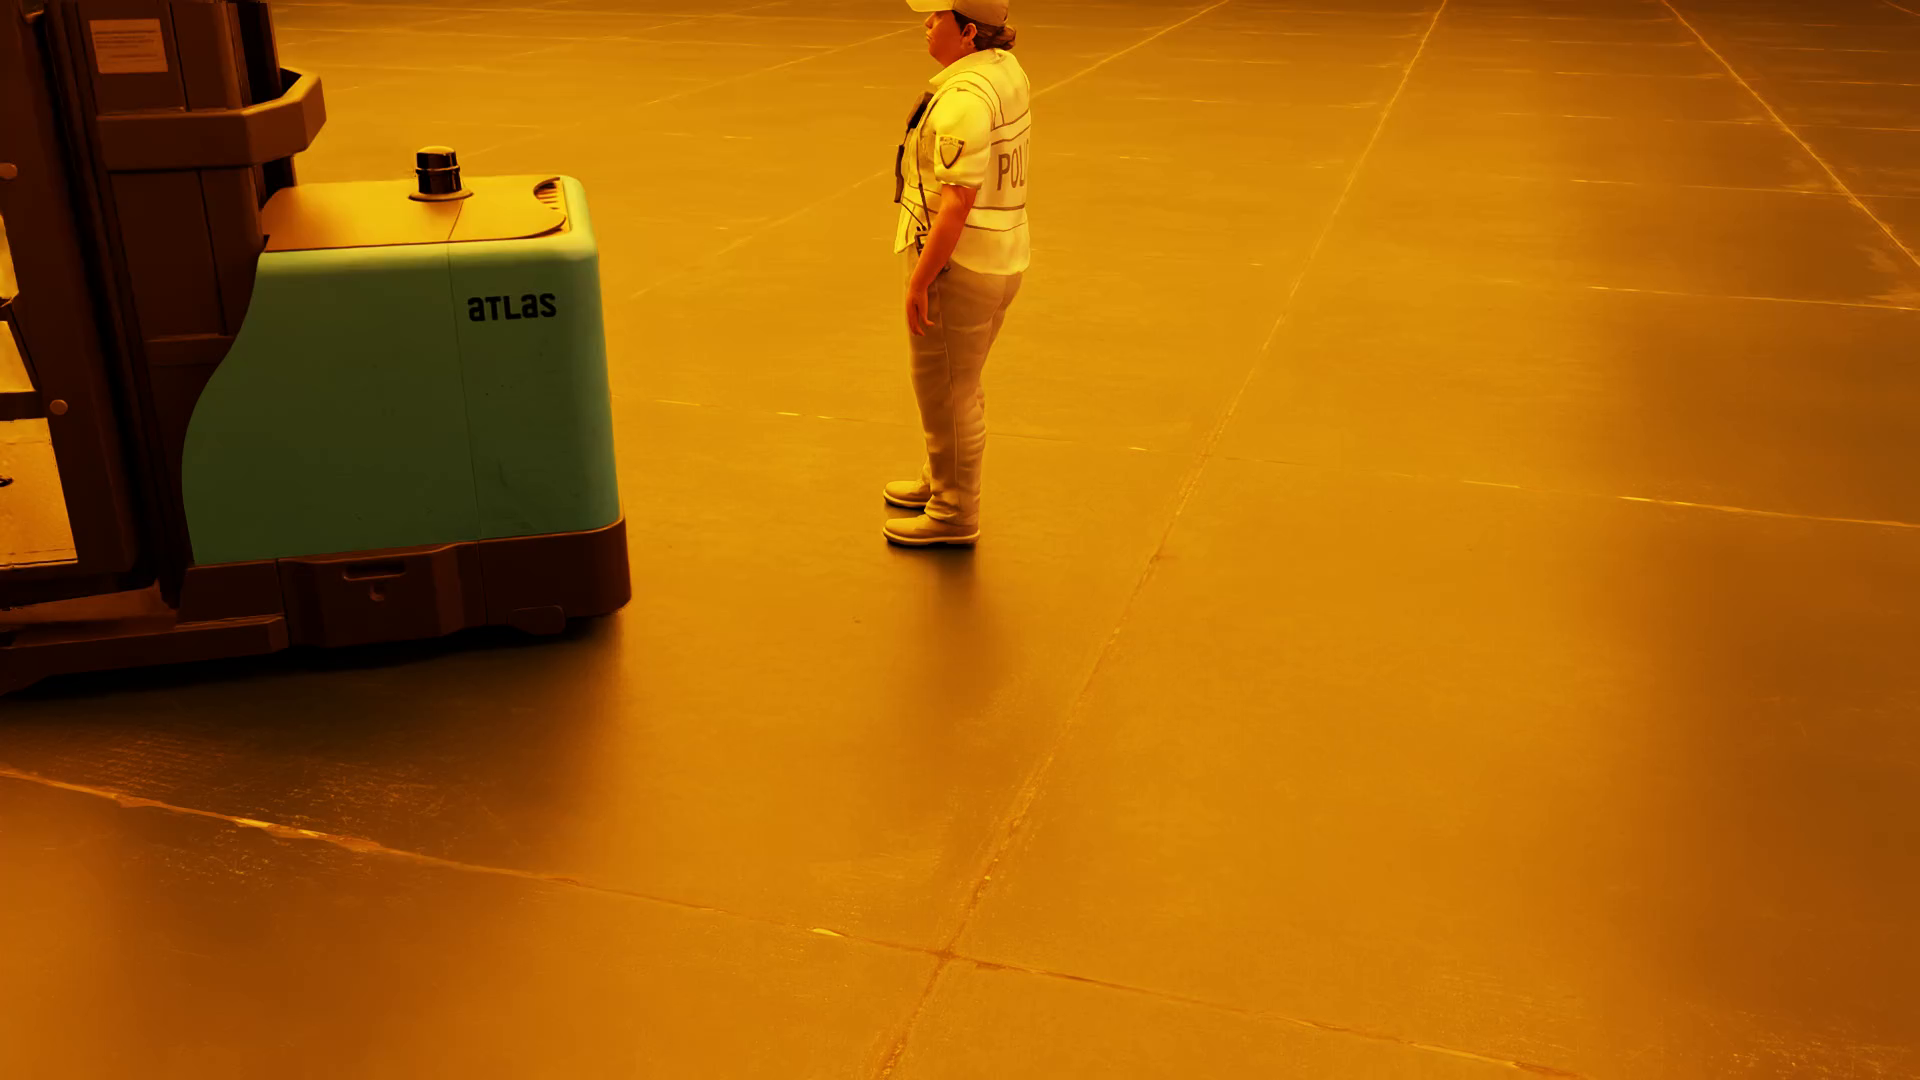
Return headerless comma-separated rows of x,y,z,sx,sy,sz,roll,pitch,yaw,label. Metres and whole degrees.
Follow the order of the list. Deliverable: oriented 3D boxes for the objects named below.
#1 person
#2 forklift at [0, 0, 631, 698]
-0.067,-0.794,4.842,0.527,1.670,0.598,7,23,16,person
-2.473,-1.150,4.065,3.031,2.935,1.130,-5,23,-13,forklift
